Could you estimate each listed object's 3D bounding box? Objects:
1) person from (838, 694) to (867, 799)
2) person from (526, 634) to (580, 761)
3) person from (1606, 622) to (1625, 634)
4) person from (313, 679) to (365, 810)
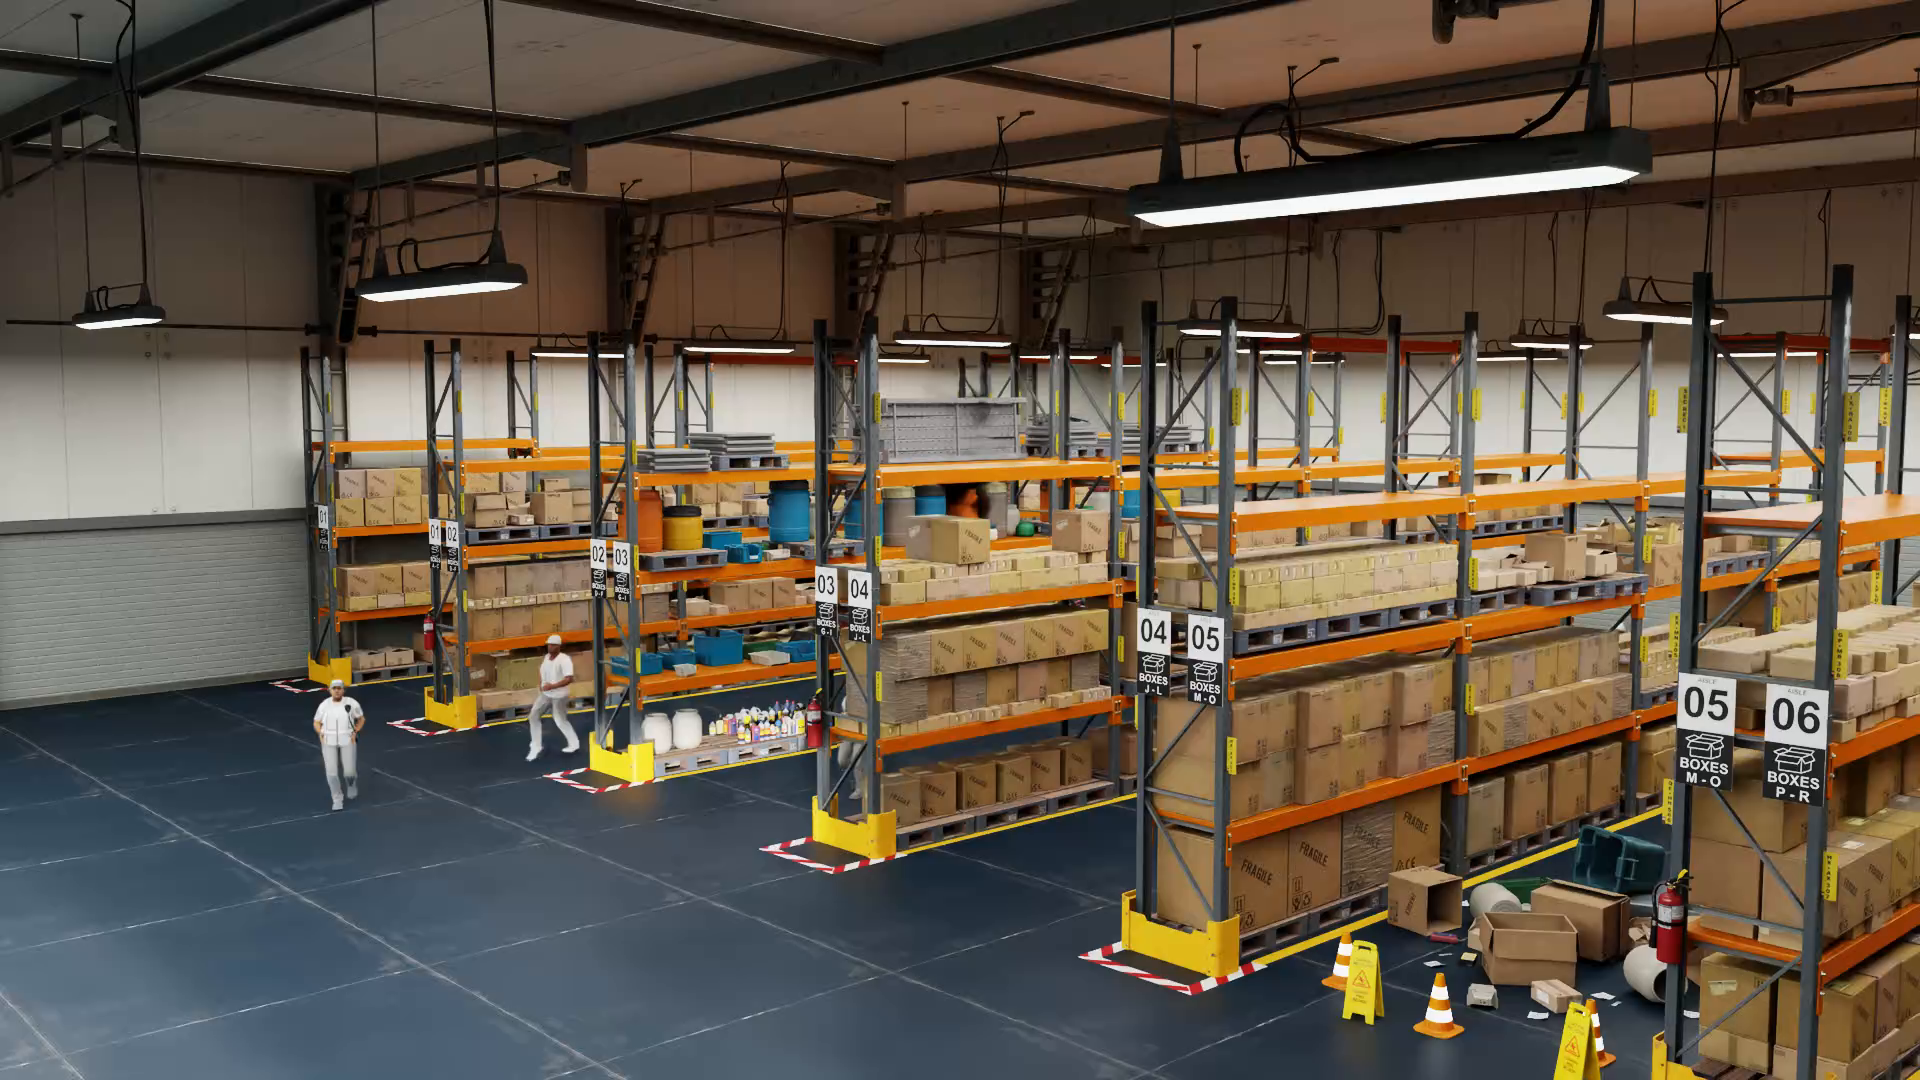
[{"bbox_3d":[-1.321,2.474,21.246,0.633,1.665,0.523,4,6,39],"label":"person"},{"bbox_3d":[-5.743,2.226,23.580,0.704,1.805,0.770,4,6,38],"label":"person"},{"bbox_3d":[9.817,2.109,24.891,0.670,1.767,0.664,-3,6,-34],"label":"person"},{"bbox_3d":[-7.746,2.535,20.744,0.604,1.617,0.575,-1,5,-15],"label":"person"}]
